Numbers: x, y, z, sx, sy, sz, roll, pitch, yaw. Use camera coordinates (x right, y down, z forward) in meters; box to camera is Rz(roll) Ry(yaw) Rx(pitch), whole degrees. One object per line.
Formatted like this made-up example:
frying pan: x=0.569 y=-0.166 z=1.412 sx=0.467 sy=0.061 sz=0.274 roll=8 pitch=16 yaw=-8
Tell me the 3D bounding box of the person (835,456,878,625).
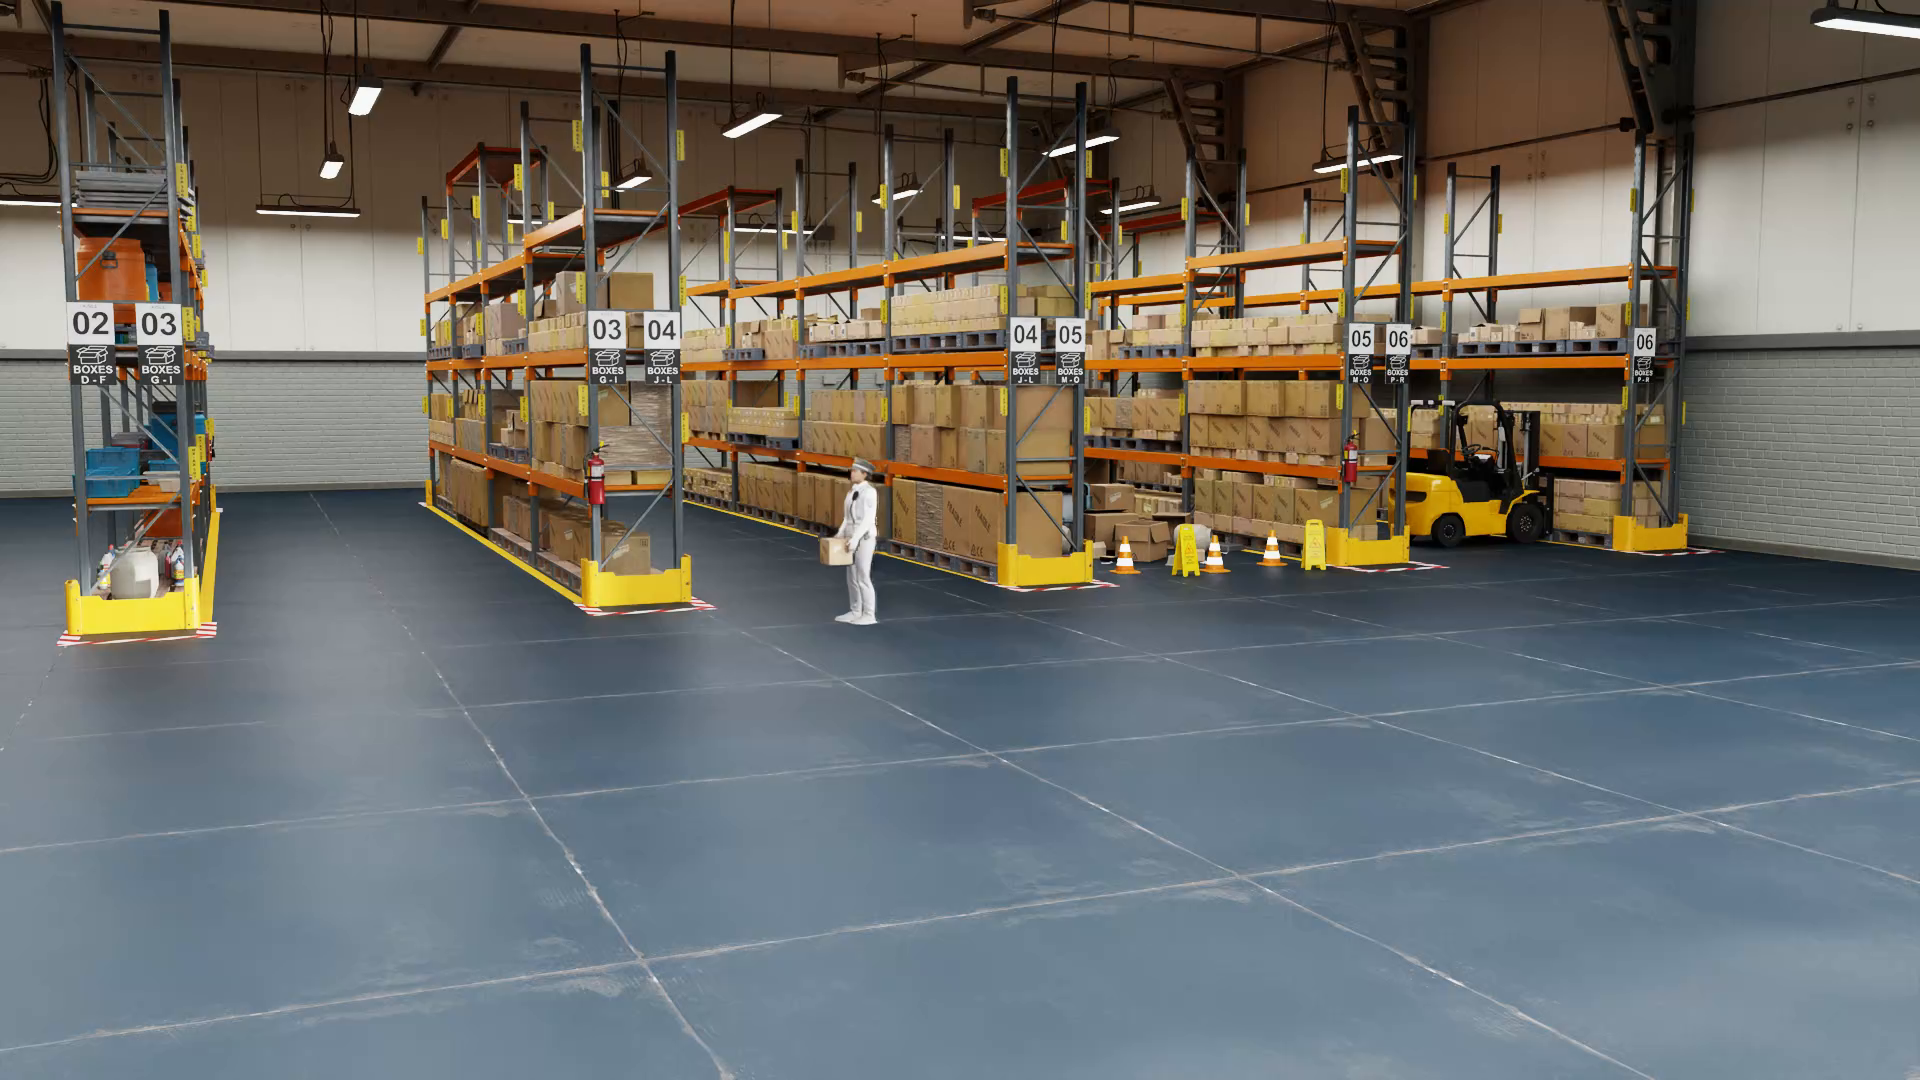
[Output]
person: x=-1.037 y=0.007 z=16.754 sx=0.402 sy=1.691 sz=0.557 roll=-2 pitch=6 yaw=-24
